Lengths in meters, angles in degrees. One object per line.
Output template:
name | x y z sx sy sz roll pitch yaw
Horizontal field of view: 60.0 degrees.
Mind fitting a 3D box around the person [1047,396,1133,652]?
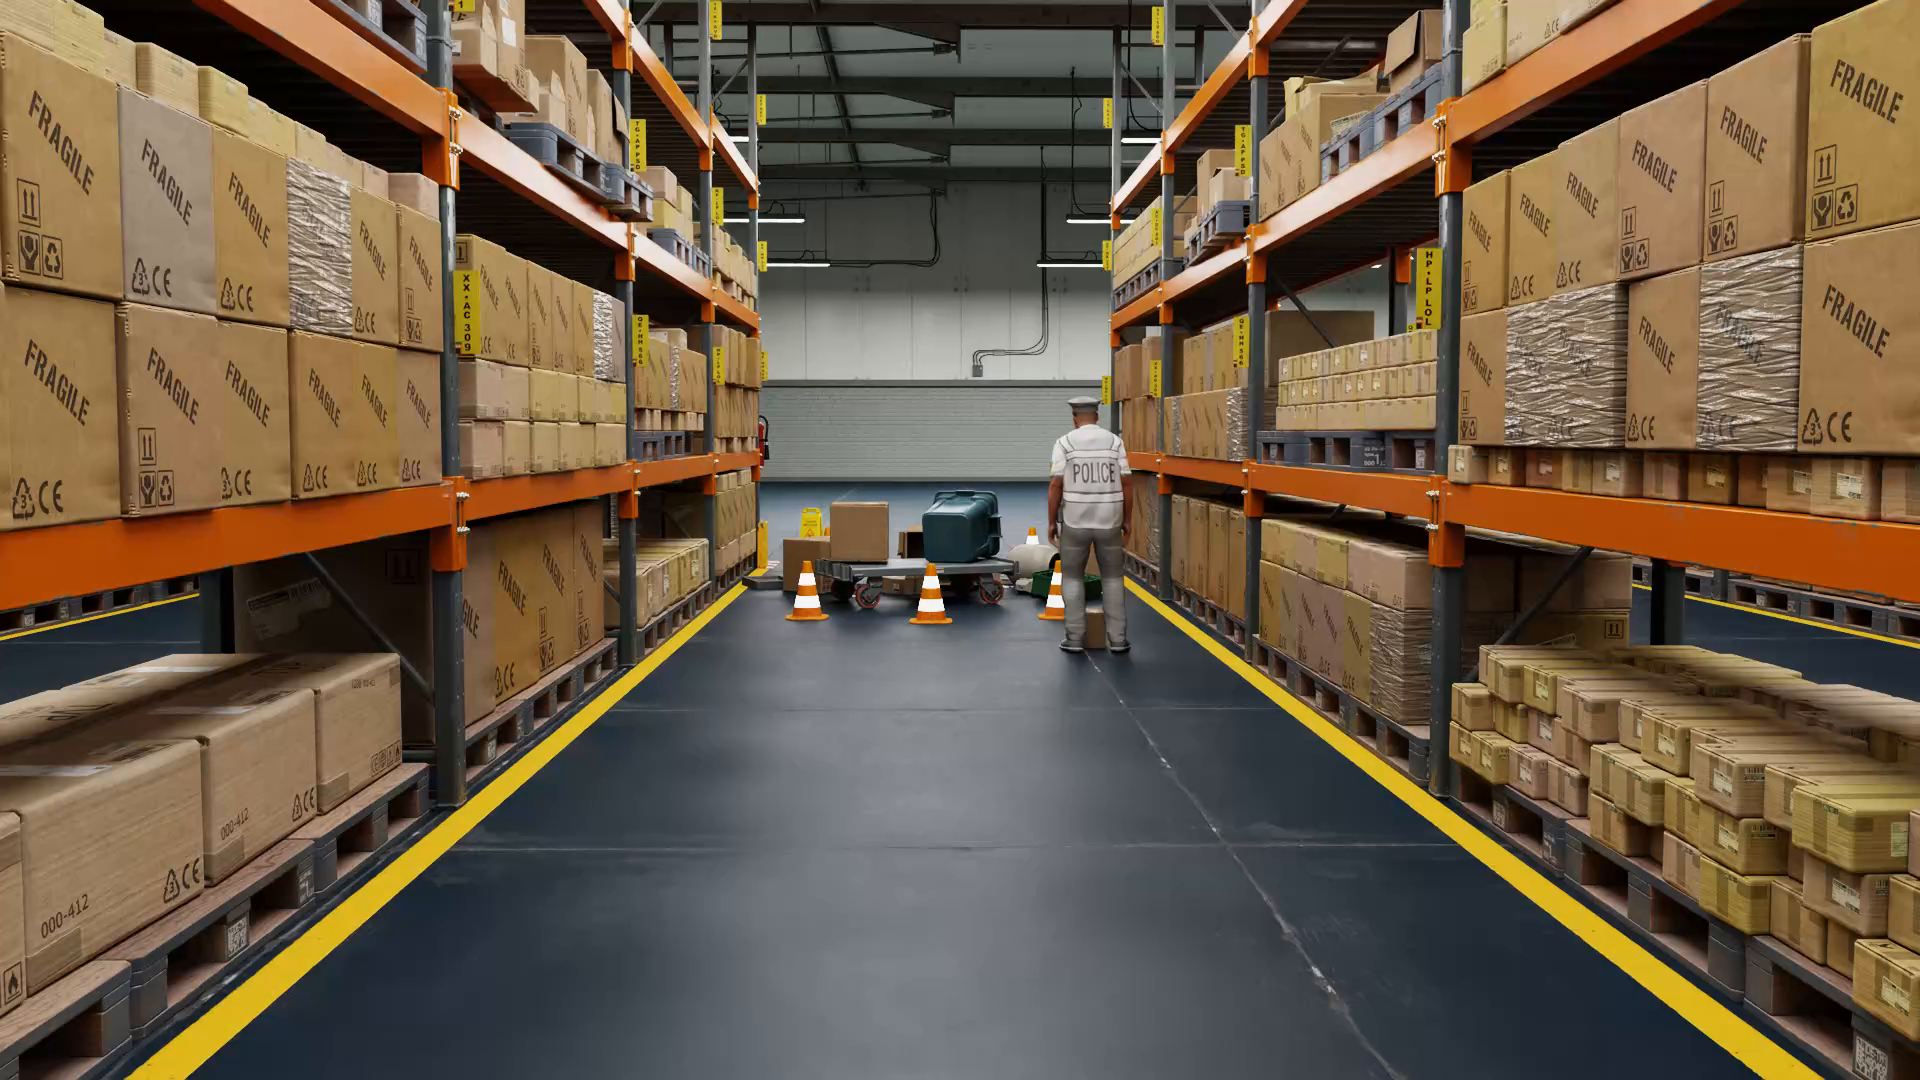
person | 0.896 -0.109 11.359 0.604 1.747 0.437 0 4 -5
